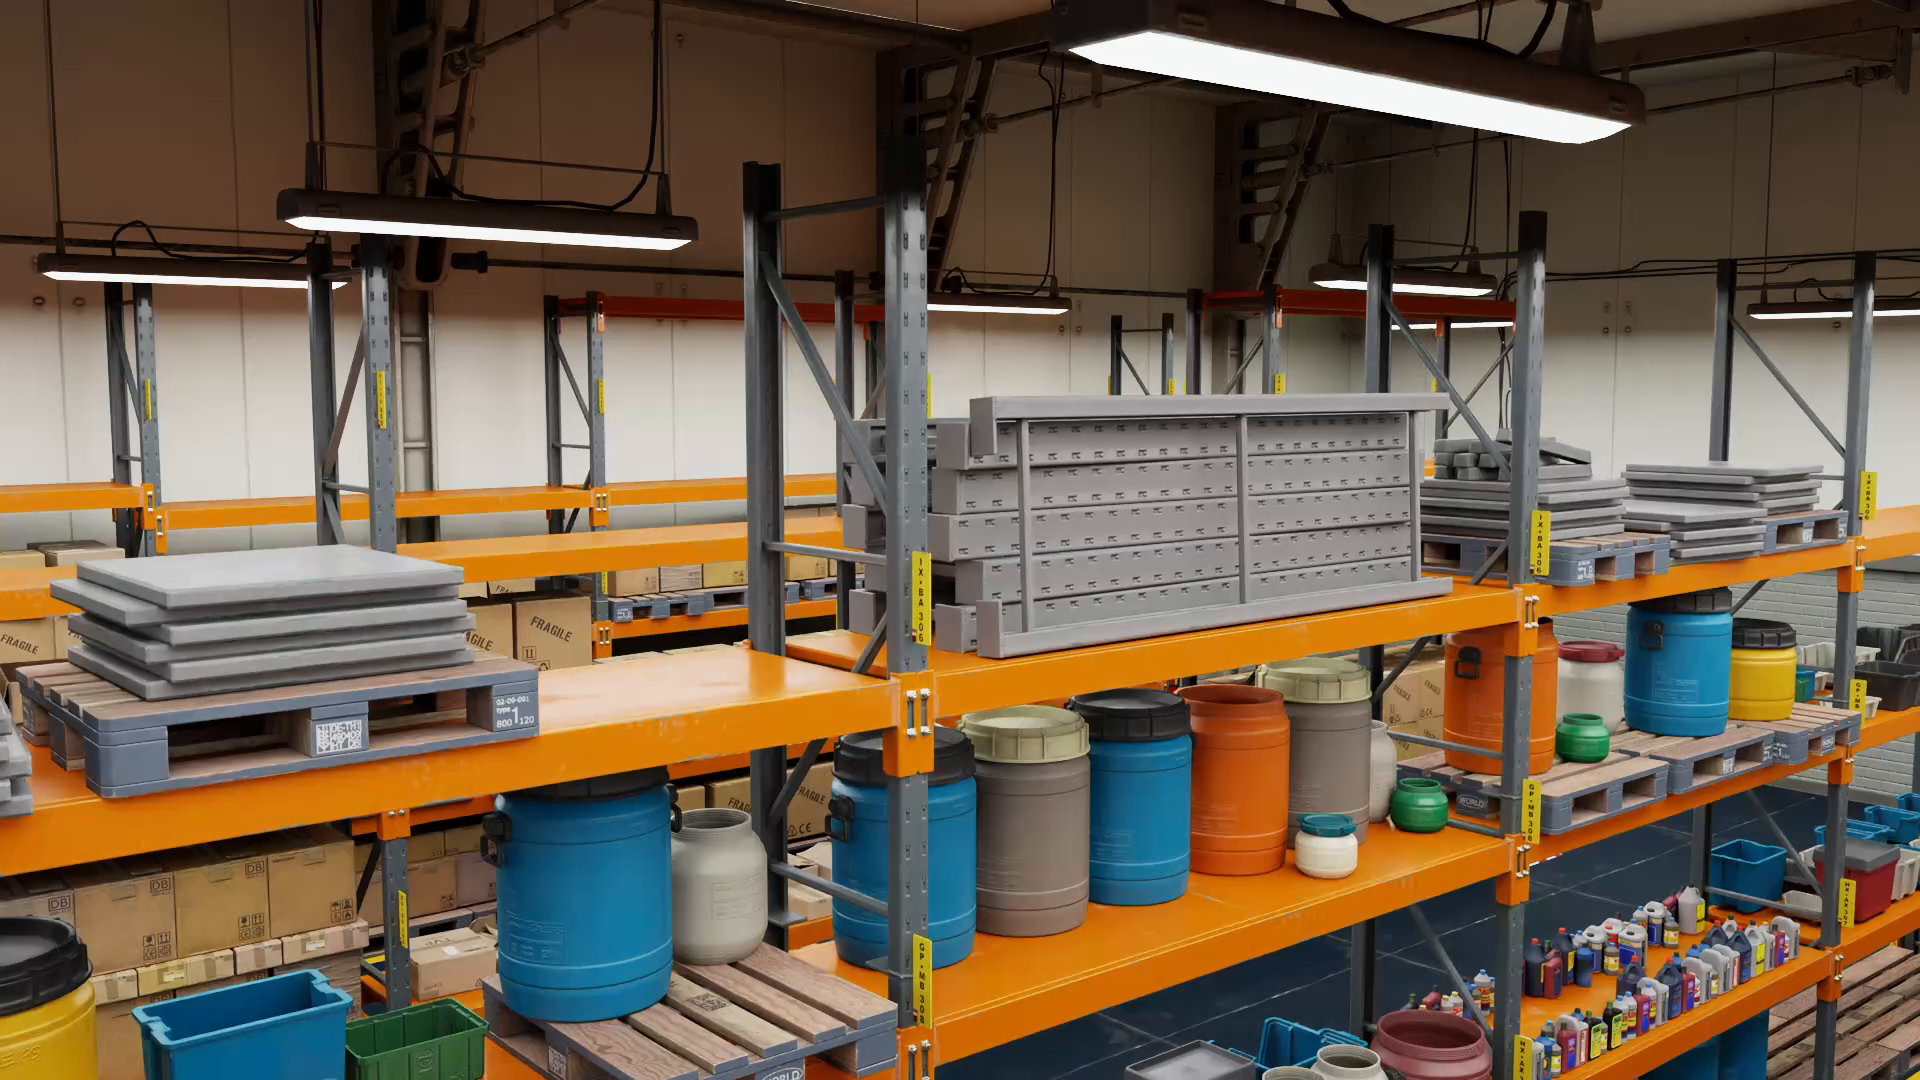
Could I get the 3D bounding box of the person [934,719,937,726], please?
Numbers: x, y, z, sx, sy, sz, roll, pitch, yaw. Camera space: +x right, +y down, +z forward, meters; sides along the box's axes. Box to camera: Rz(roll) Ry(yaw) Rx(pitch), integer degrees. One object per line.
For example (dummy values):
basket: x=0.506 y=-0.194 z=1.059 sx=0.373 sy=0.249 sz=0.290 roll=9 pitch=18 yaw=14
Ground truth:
person: x=-0.281 y=2.427 z=16.725 sx=0.779 sy=1.718 sz=0.608 roll=-5 pitch=7 yaw=-42
